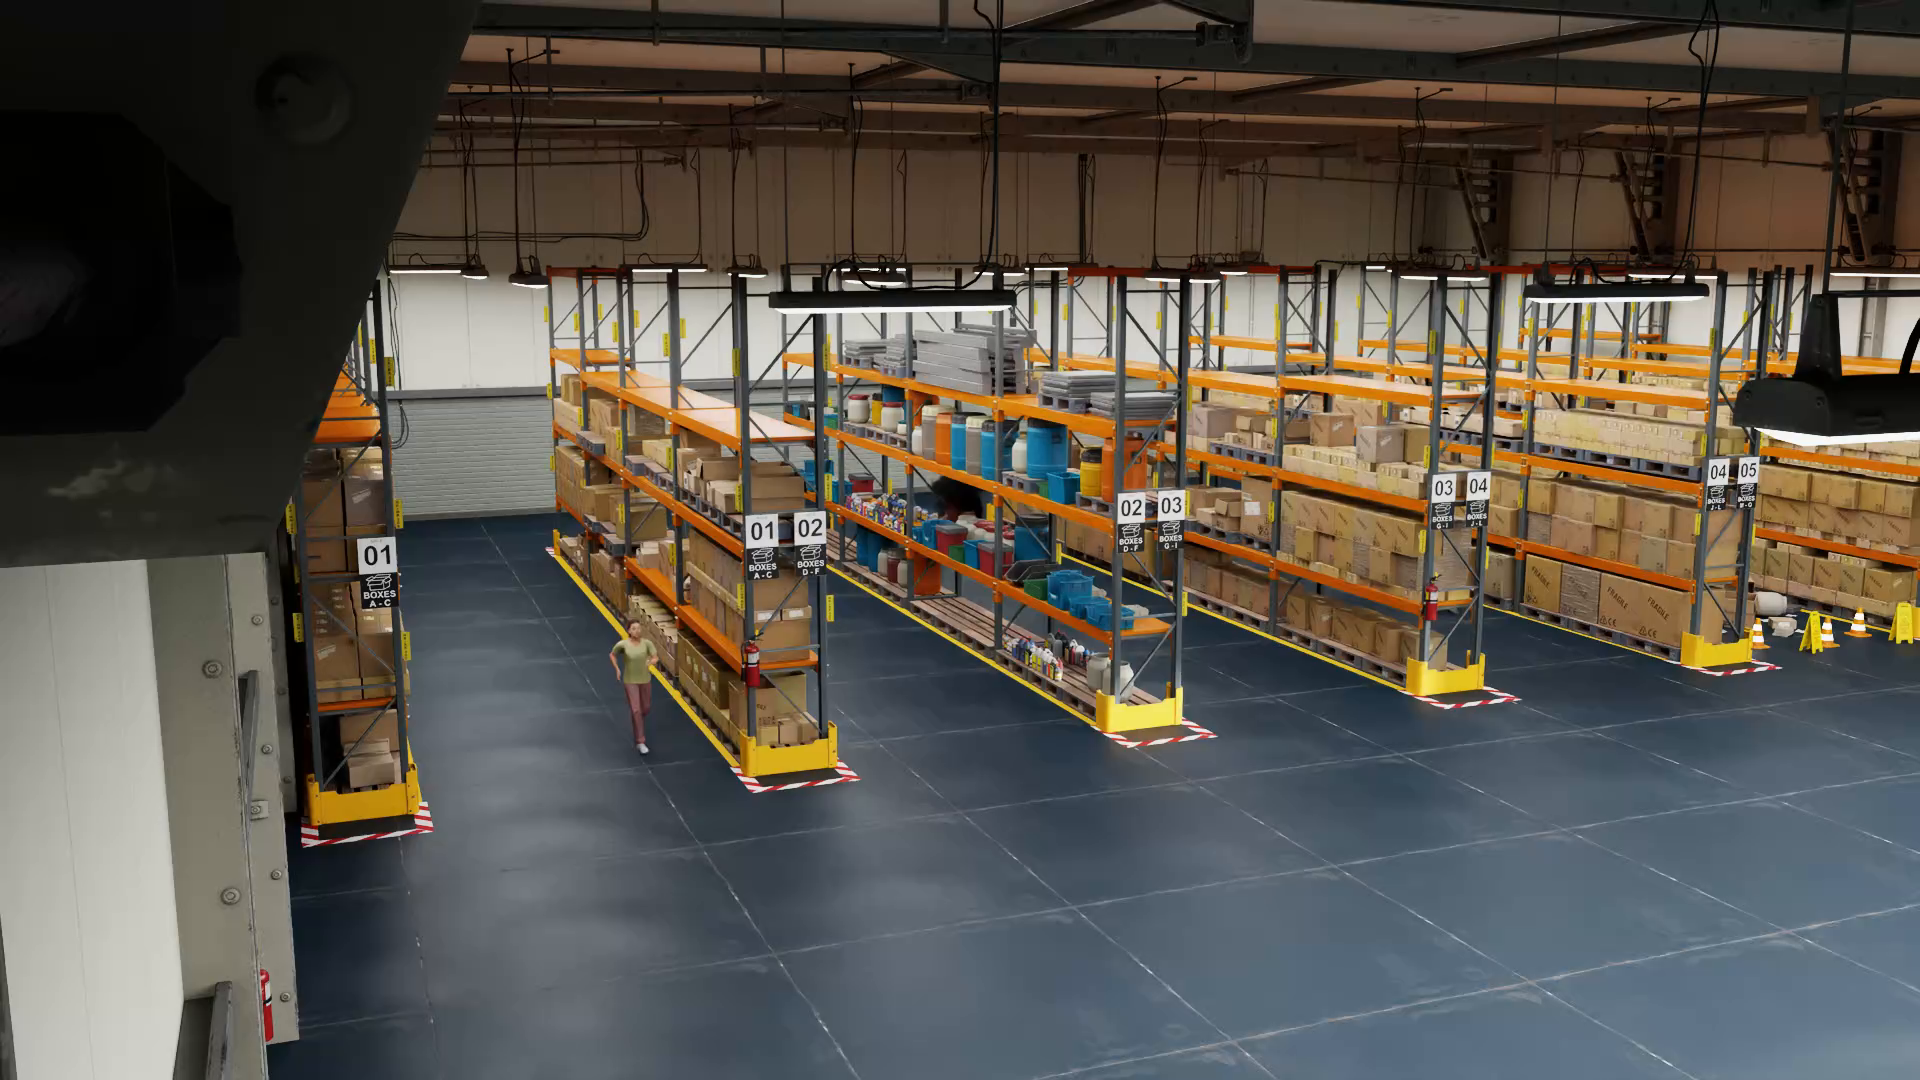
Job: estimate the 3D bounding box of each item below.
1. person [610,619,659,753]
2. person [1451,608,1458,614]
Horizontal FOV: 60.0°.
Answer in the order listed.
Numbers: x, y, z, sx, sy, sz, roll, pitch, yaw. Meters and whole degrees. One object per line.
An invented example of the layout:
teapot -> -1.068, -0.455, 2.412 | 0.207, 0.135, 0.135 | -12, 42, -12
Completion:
person -> -4.141, 1.822, 21.304 | 0.580, 1.642, 0.964 | -5, 11, -26
person -> 8.587, 0.459, 29.281 | 0.576, 1.712, 0.716 | -4, 11, -20
